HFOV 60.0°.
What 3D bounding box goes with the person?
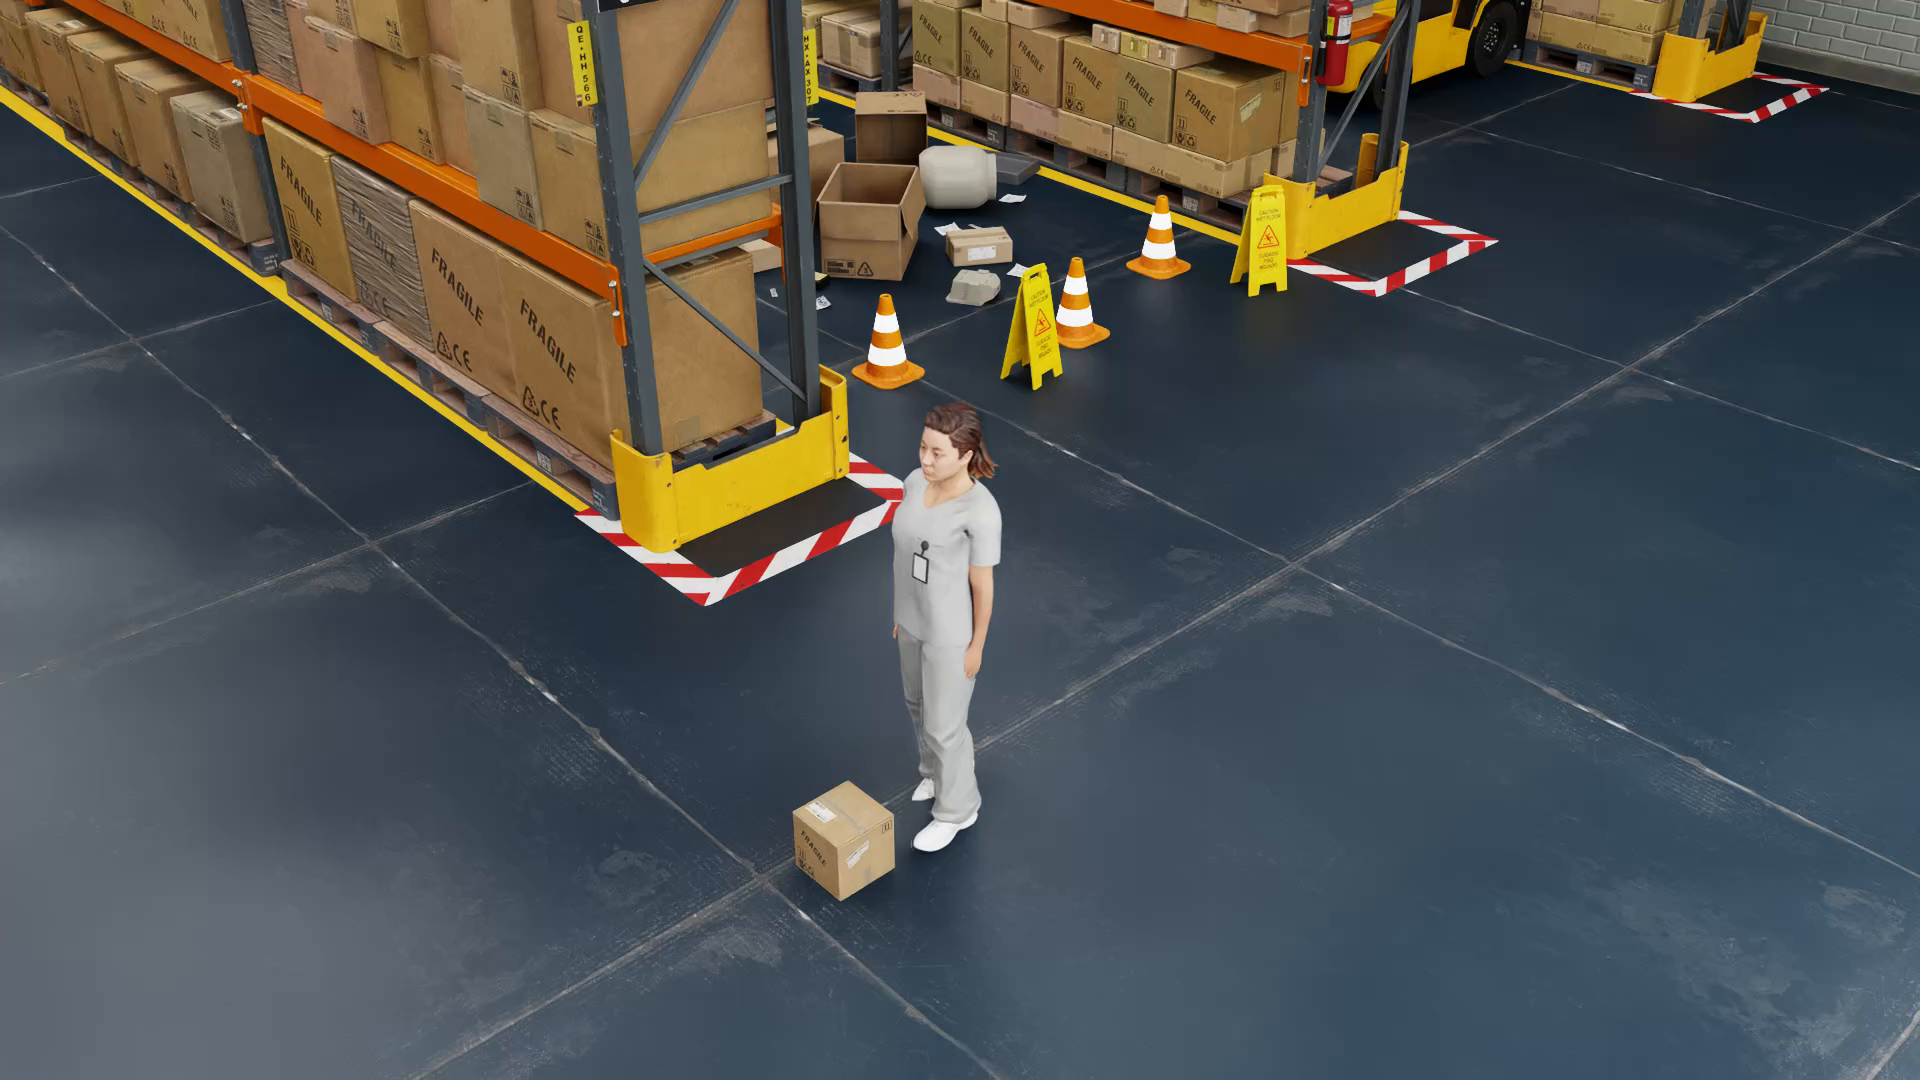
[{"bbox_3d":[-0.061,0.314,5.692,0.455,1.714,0.438,-25,40,-34],"label":"person"}]
